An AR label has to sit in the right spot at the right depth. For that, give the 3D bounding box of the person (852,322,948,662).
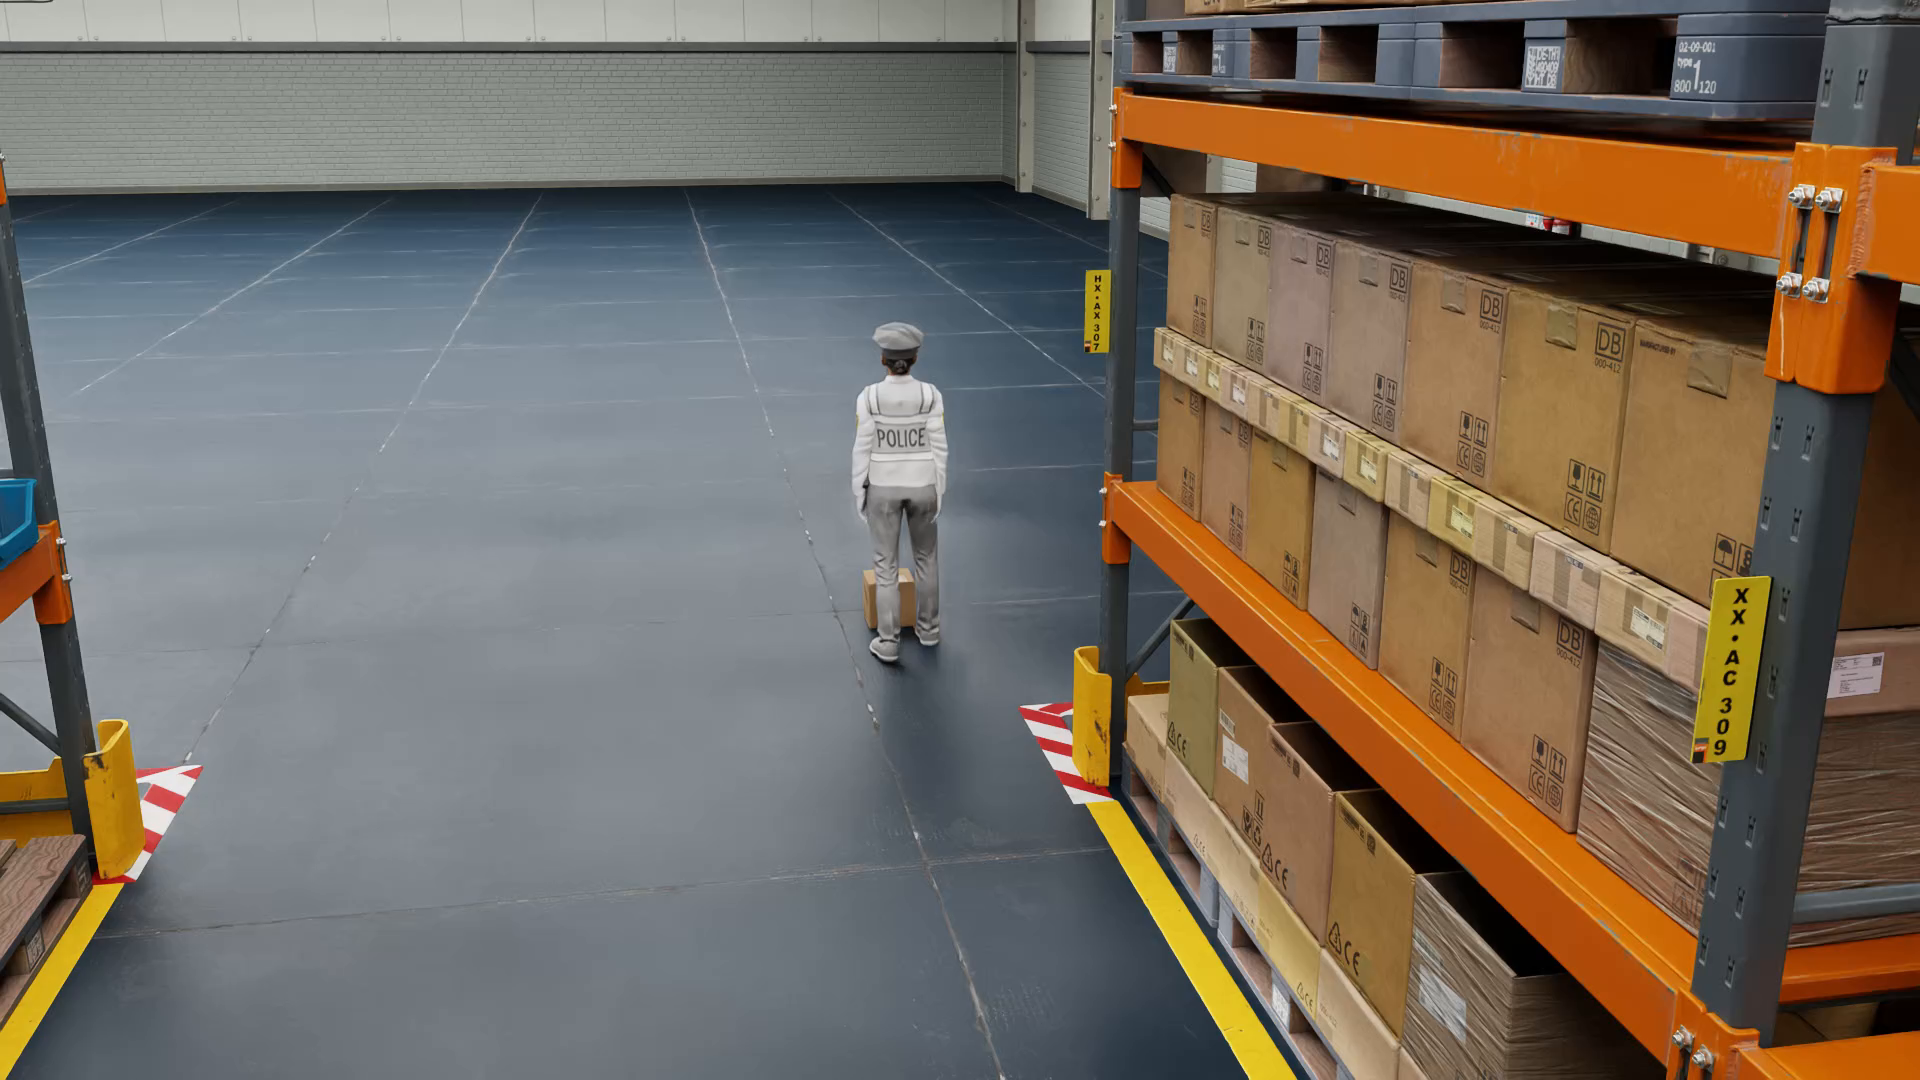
[{"bbox_3d":[-0.308,-0.252,8.353,0.476,1.679,0.487,-3,17,-9],"label":"person"}]
